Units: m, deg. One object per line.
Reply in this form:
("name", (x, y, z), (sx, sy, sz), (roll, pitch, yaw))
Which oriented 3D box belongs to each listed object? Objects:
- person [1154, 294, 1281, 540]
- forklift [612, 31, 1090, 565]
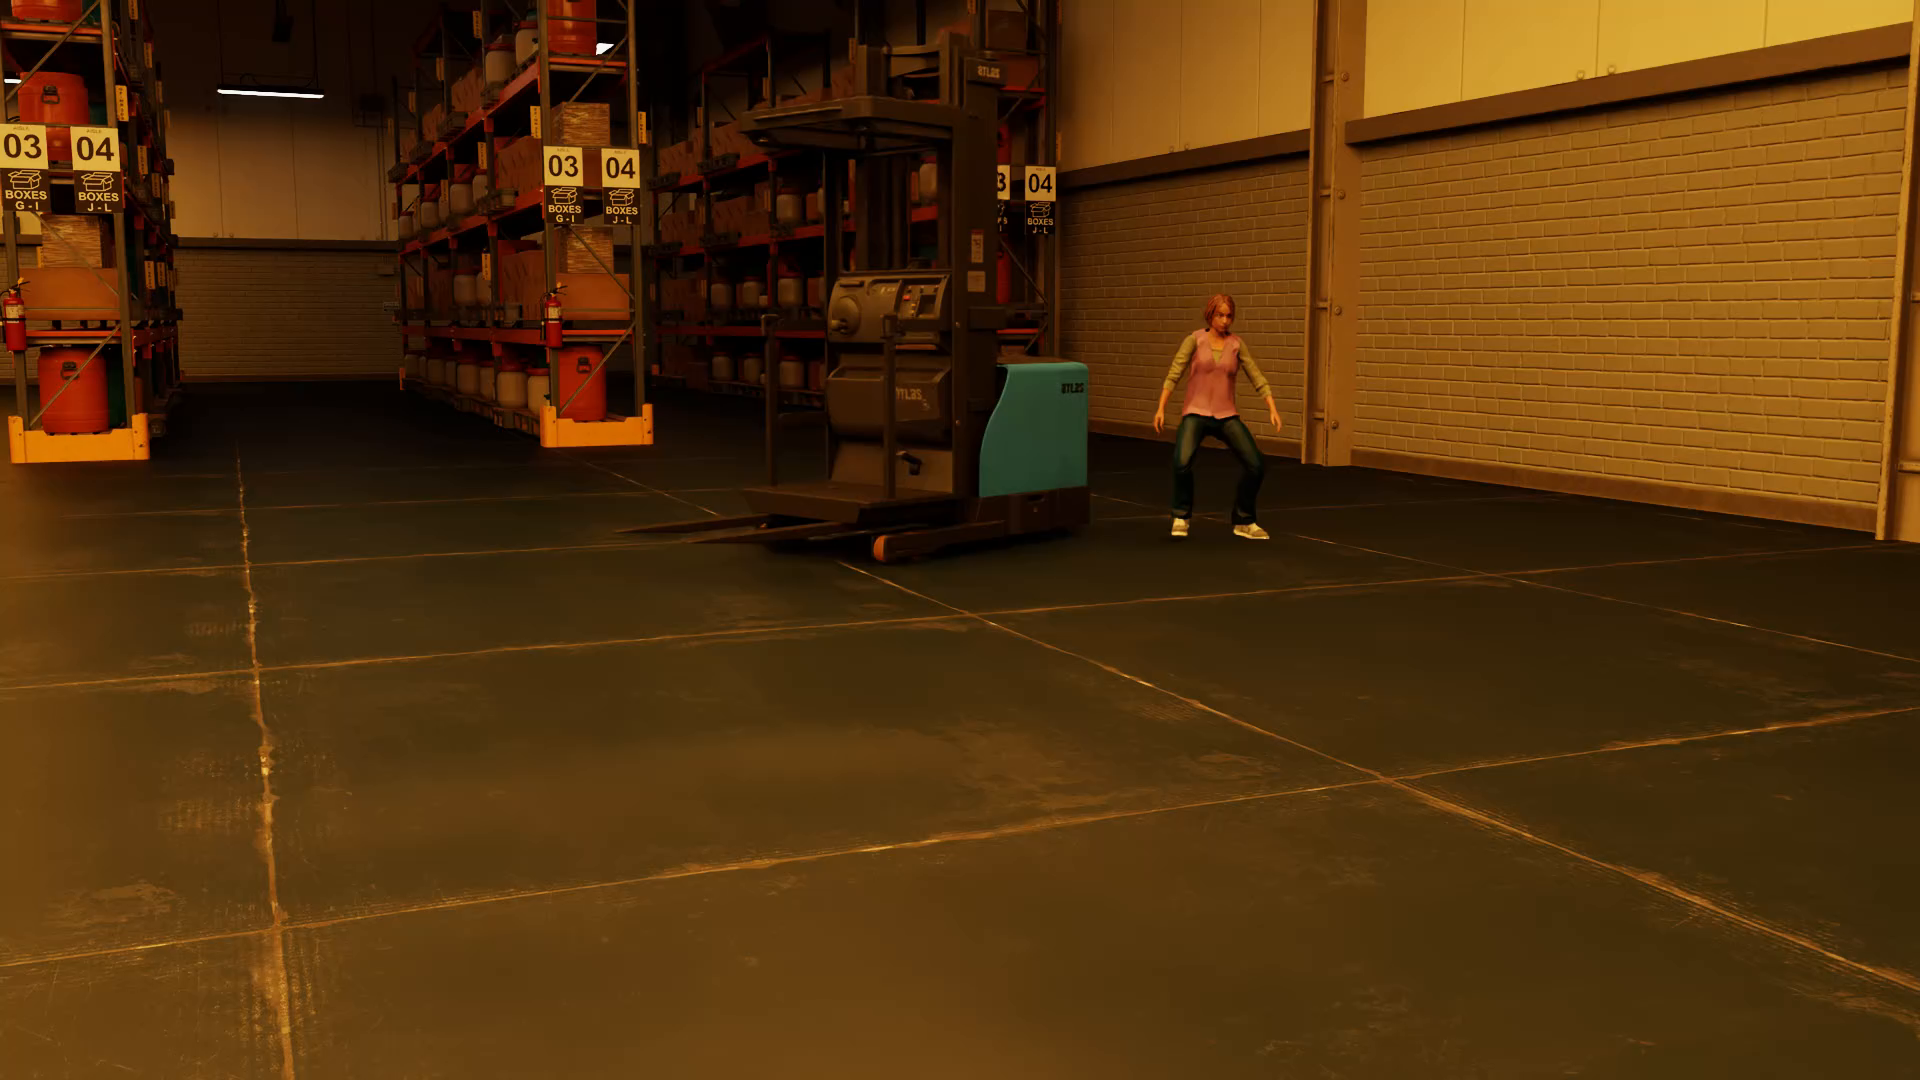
("person", (1.563, -0.738, 10.103), (0.767, 1.502, 0.453), (0, 8, -1))
("forklift", (-0.563, -1.393, 9.505), (1.130, 2.935, 3.031), (7, 10, 43))
